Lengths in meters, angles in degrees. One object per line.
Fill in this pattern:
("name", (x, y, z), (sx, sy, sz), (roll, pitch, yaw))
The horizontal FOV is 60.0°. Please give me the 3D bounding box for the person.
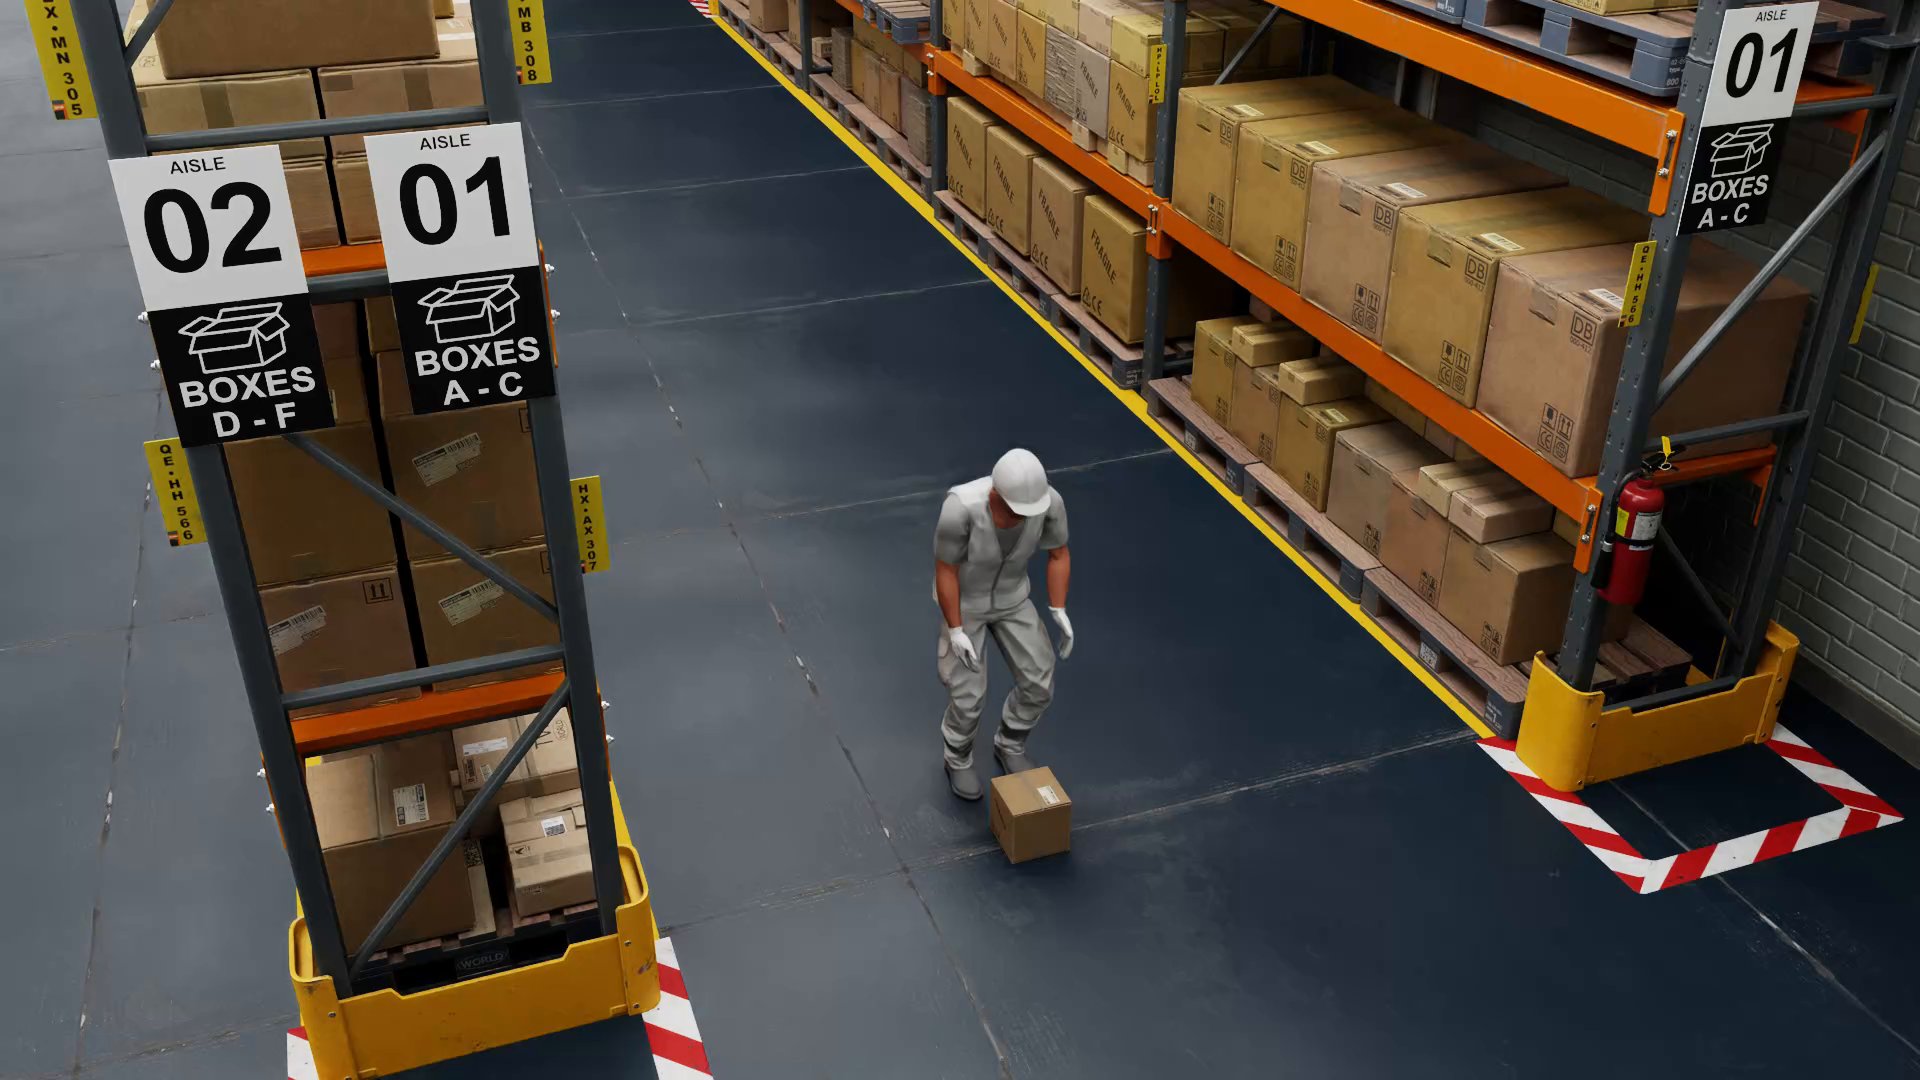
("person", (0.169, 0.303, 6.737), (0.568, 1.627, 0.602), (-10, 31, -17))
